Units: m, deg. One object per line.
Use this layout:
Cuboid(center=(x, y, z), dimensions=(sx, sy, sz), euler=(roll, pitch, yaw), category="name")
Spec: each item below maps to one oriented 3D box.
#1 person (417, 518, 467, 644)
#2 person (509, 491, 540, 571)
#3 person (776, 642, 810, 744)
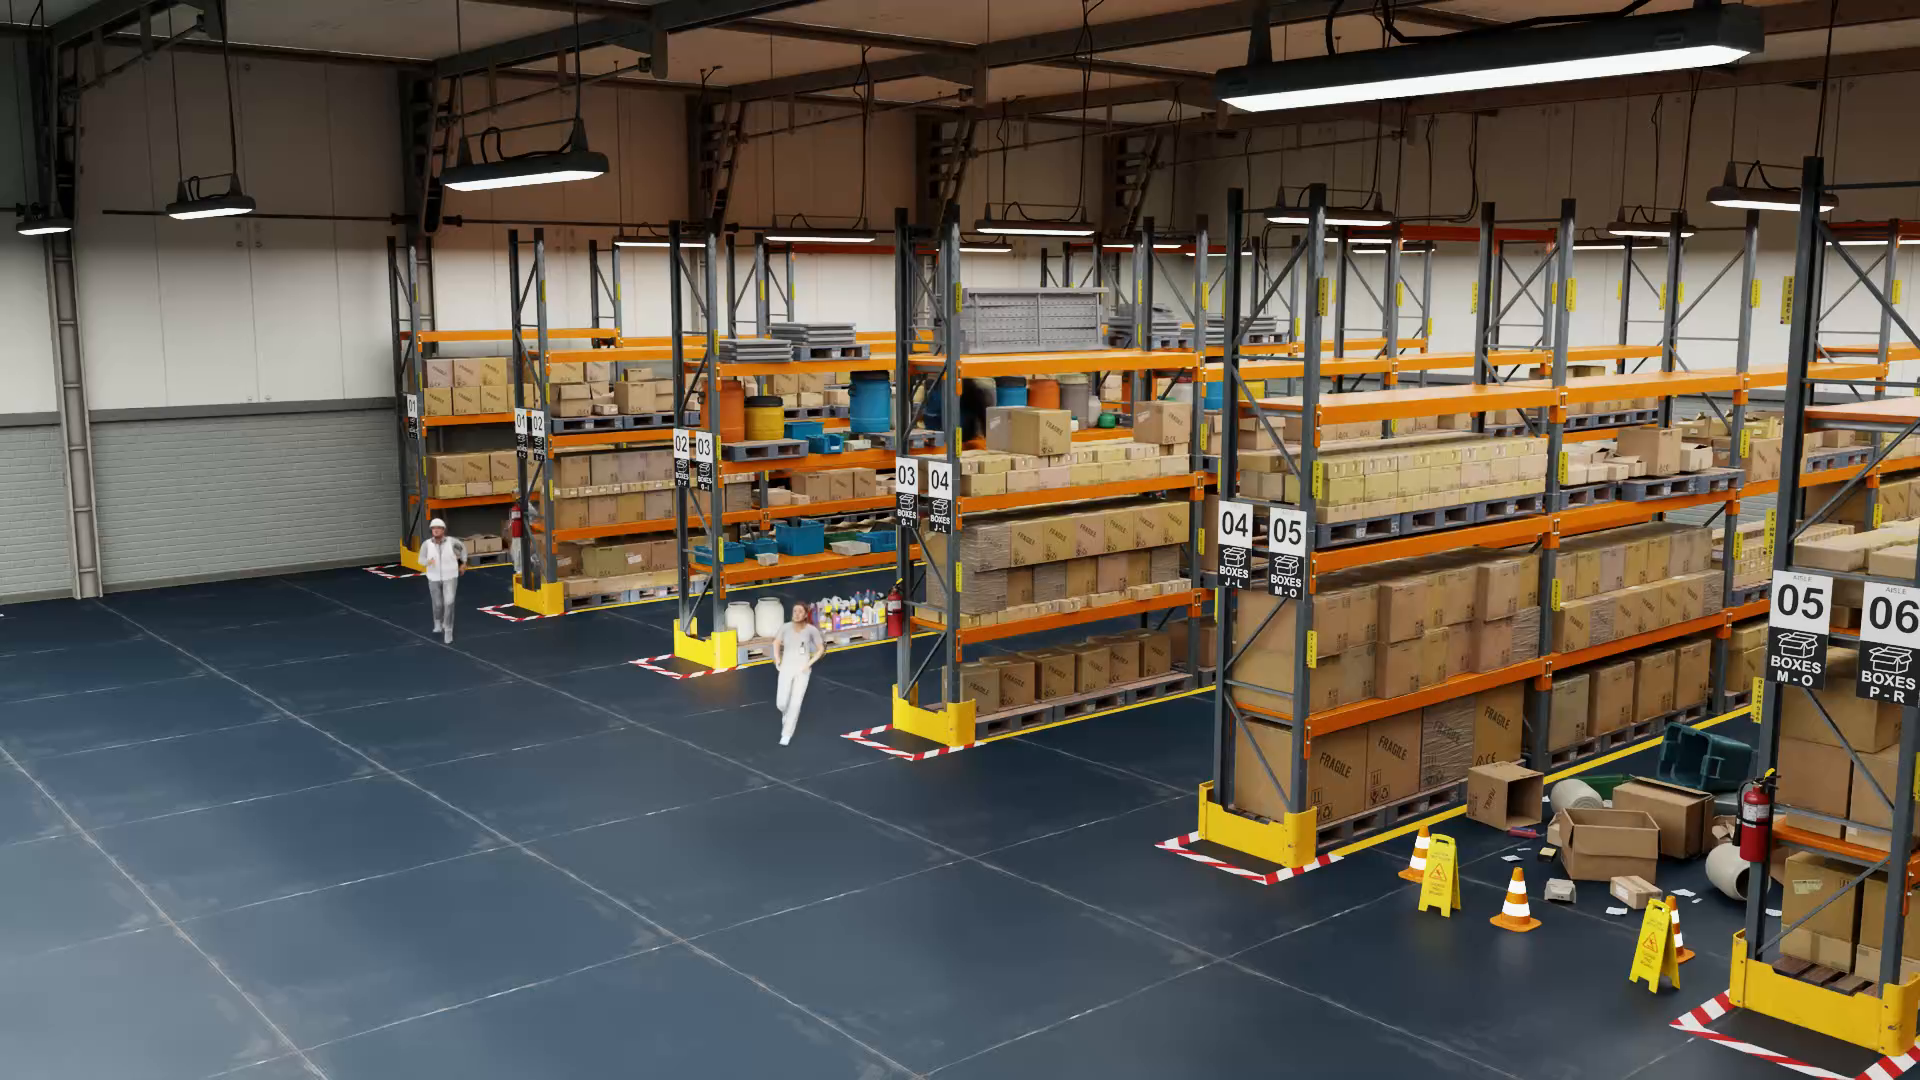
Cuboid(center=(-7.543, 0.575, 24.273), dimensions=(0.664, 1.823, 0.900), euler=(-2, 9, -10), category="person")
Cuboid(center=(-7.386, -0.047, 28.324), dimensions=(0.661, 1.659, 0.620), euler=(7, 11, 37), category="person")
Cuboid(center=(-1.881, 1.694, 18.960), dimensions=(0.379, 1.189, 0.576), euler=(1, 9, 5), category="person")
